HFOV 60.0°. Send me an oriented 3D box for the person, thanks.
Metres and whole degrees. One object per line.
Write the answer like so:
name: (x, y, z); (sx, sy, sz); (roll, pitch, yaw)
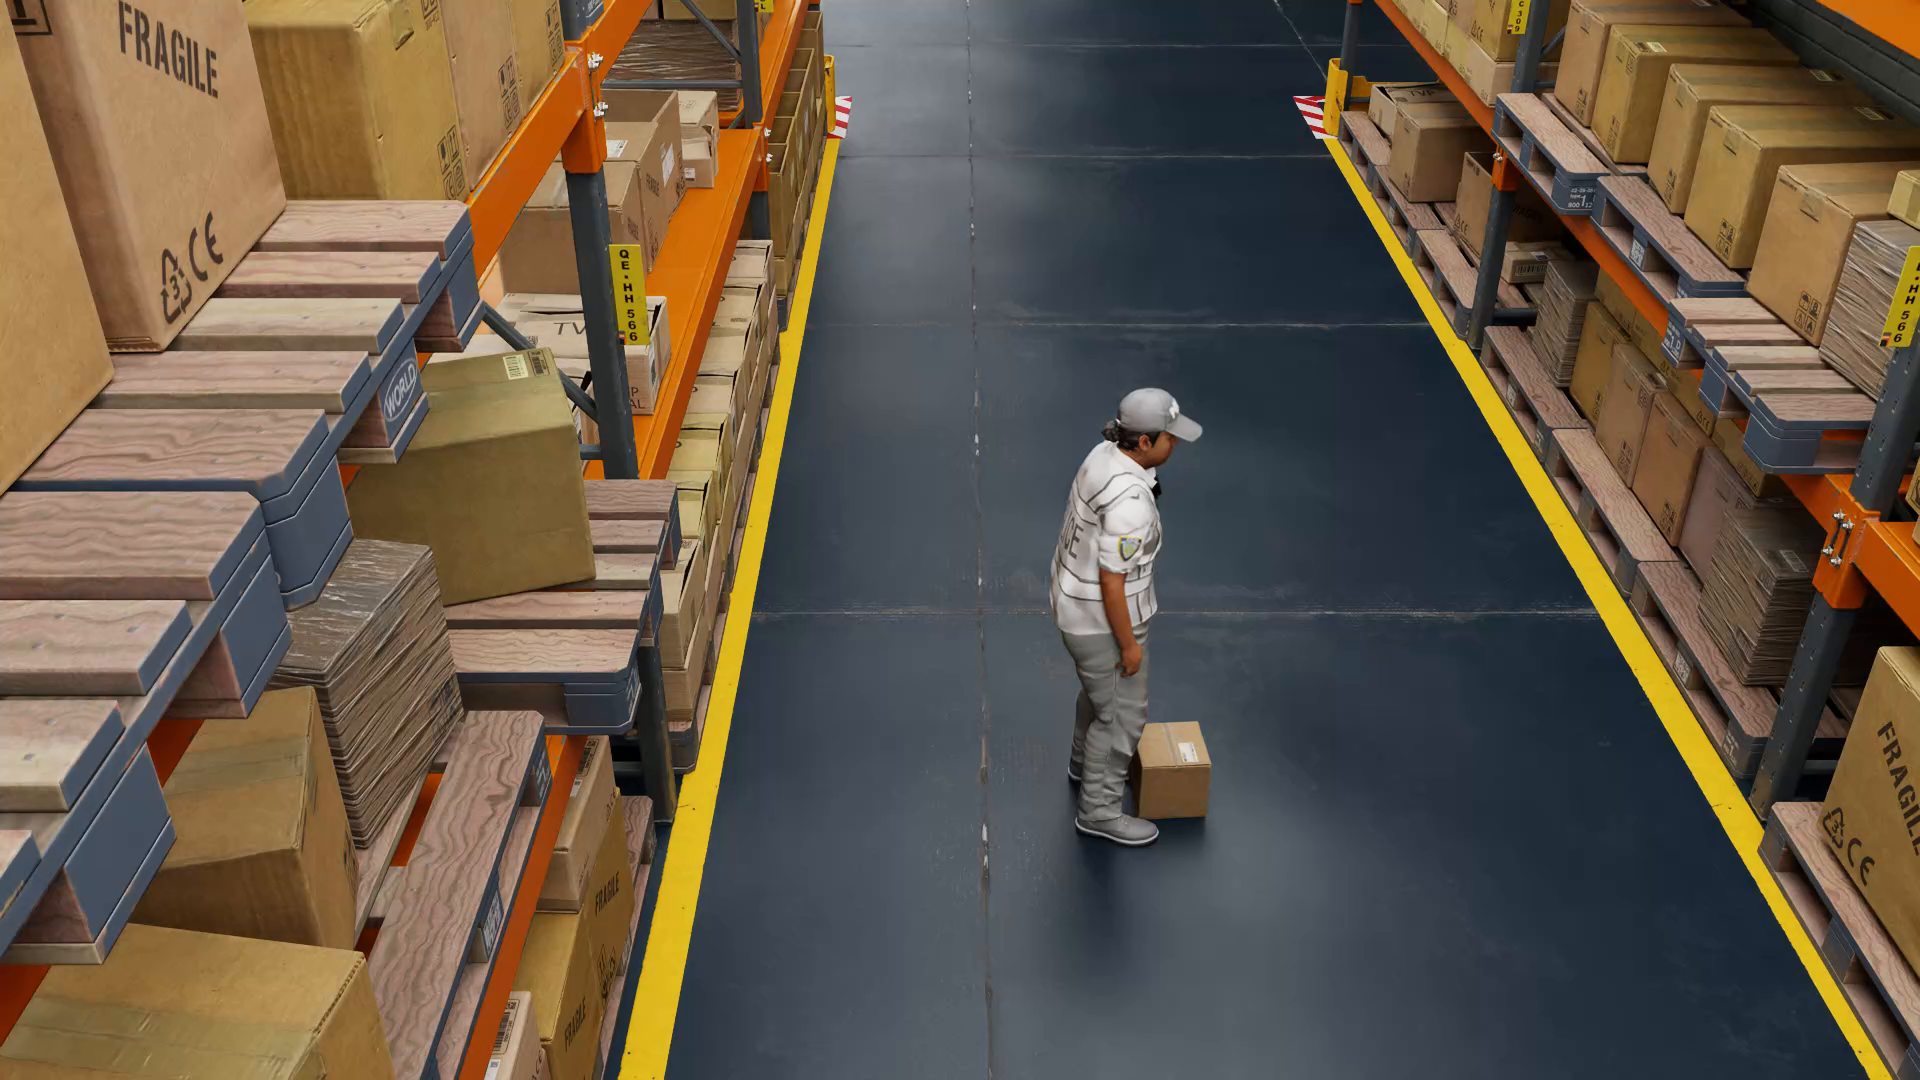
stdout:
person: (0.550, 0.247, 5.730); (0.473, 1.666, 0.547); (0, 32, -1)
